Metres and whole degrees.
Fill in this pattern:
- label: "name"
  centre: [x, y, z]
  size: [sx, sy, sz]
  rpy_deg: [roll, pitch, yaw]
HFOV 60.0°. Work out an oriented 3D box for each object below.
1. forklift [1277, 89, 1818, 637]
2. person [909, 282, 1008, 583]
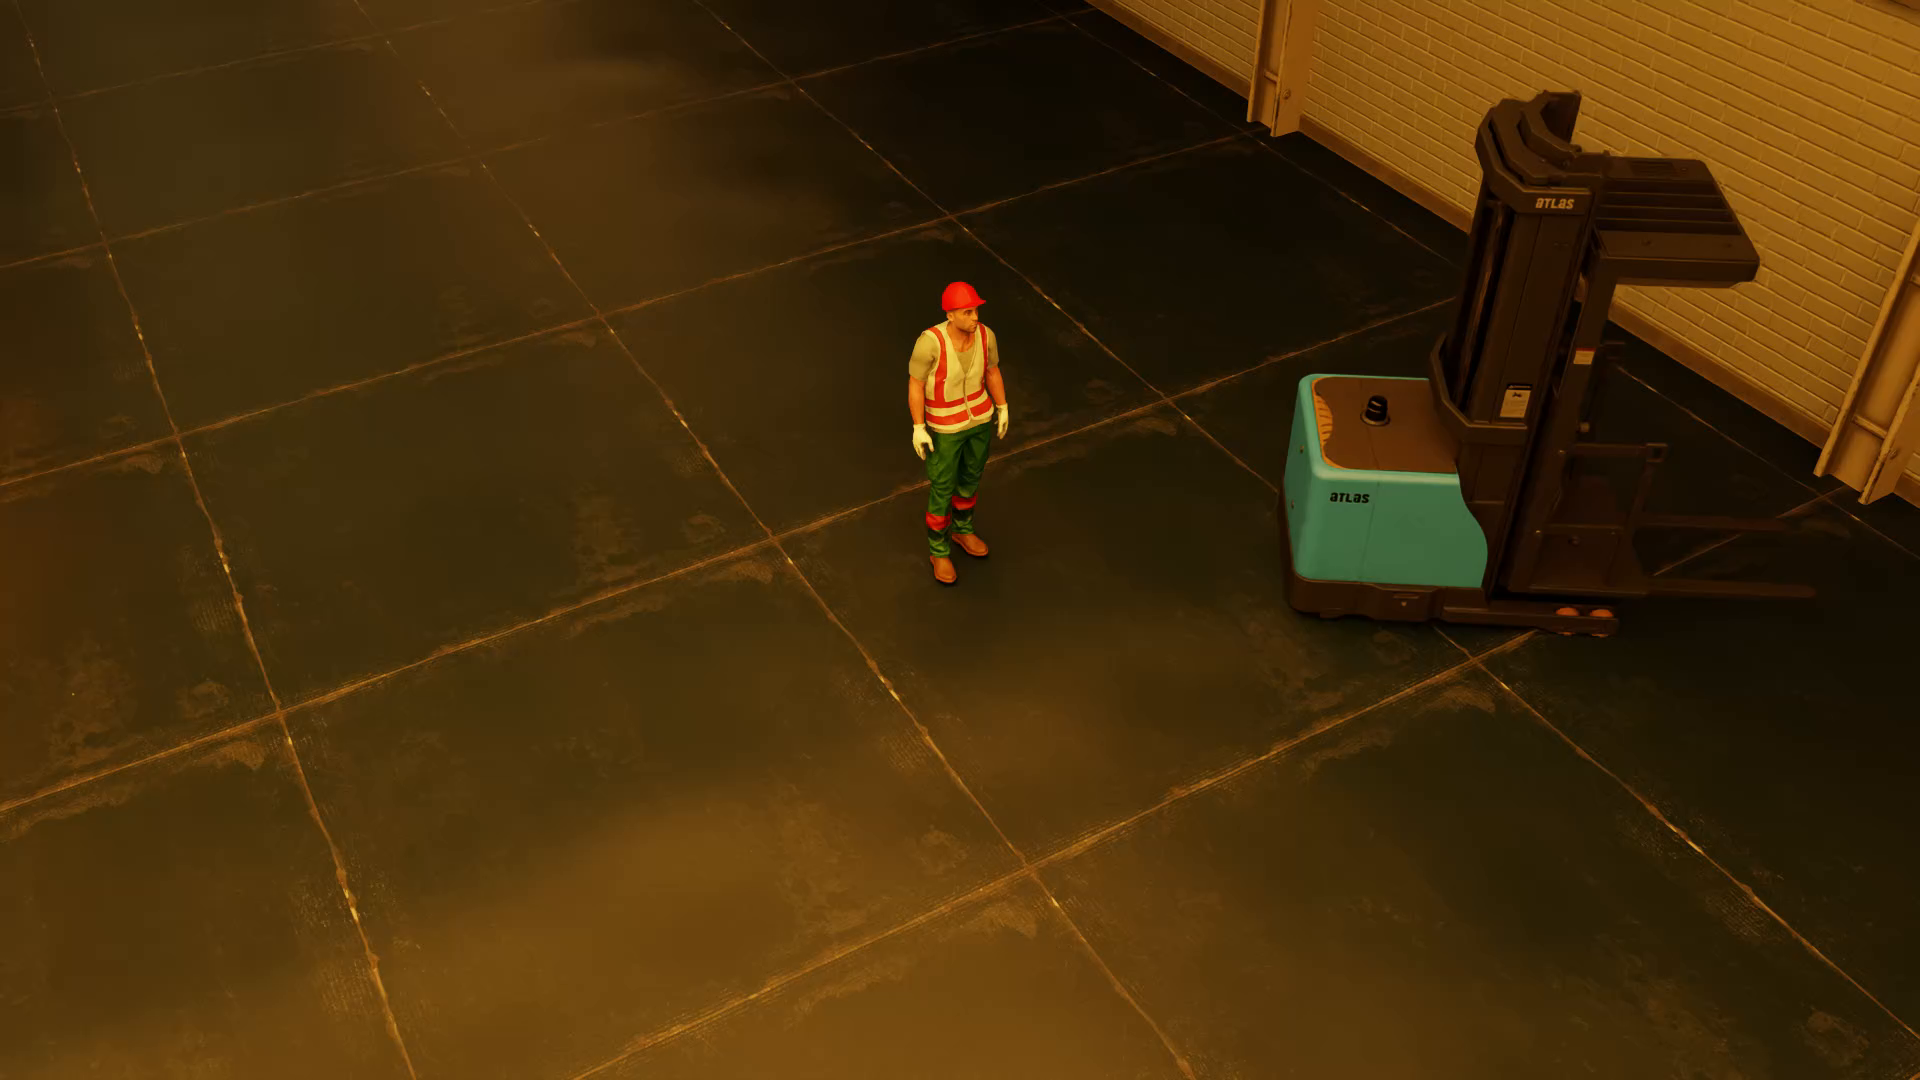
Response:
- label: "forklift"
  centre: [3.469, -0.919, 9.144]
  size: [3.031, 2.935, 1.130]
  rpy_deg: [3, 40, 3]
- label: "person"
  centre: [0.030, -0.646, 9.698]
  size: [0.638, 1.787, 0.562]
  rpy_deg: [-20, 44, -23]
